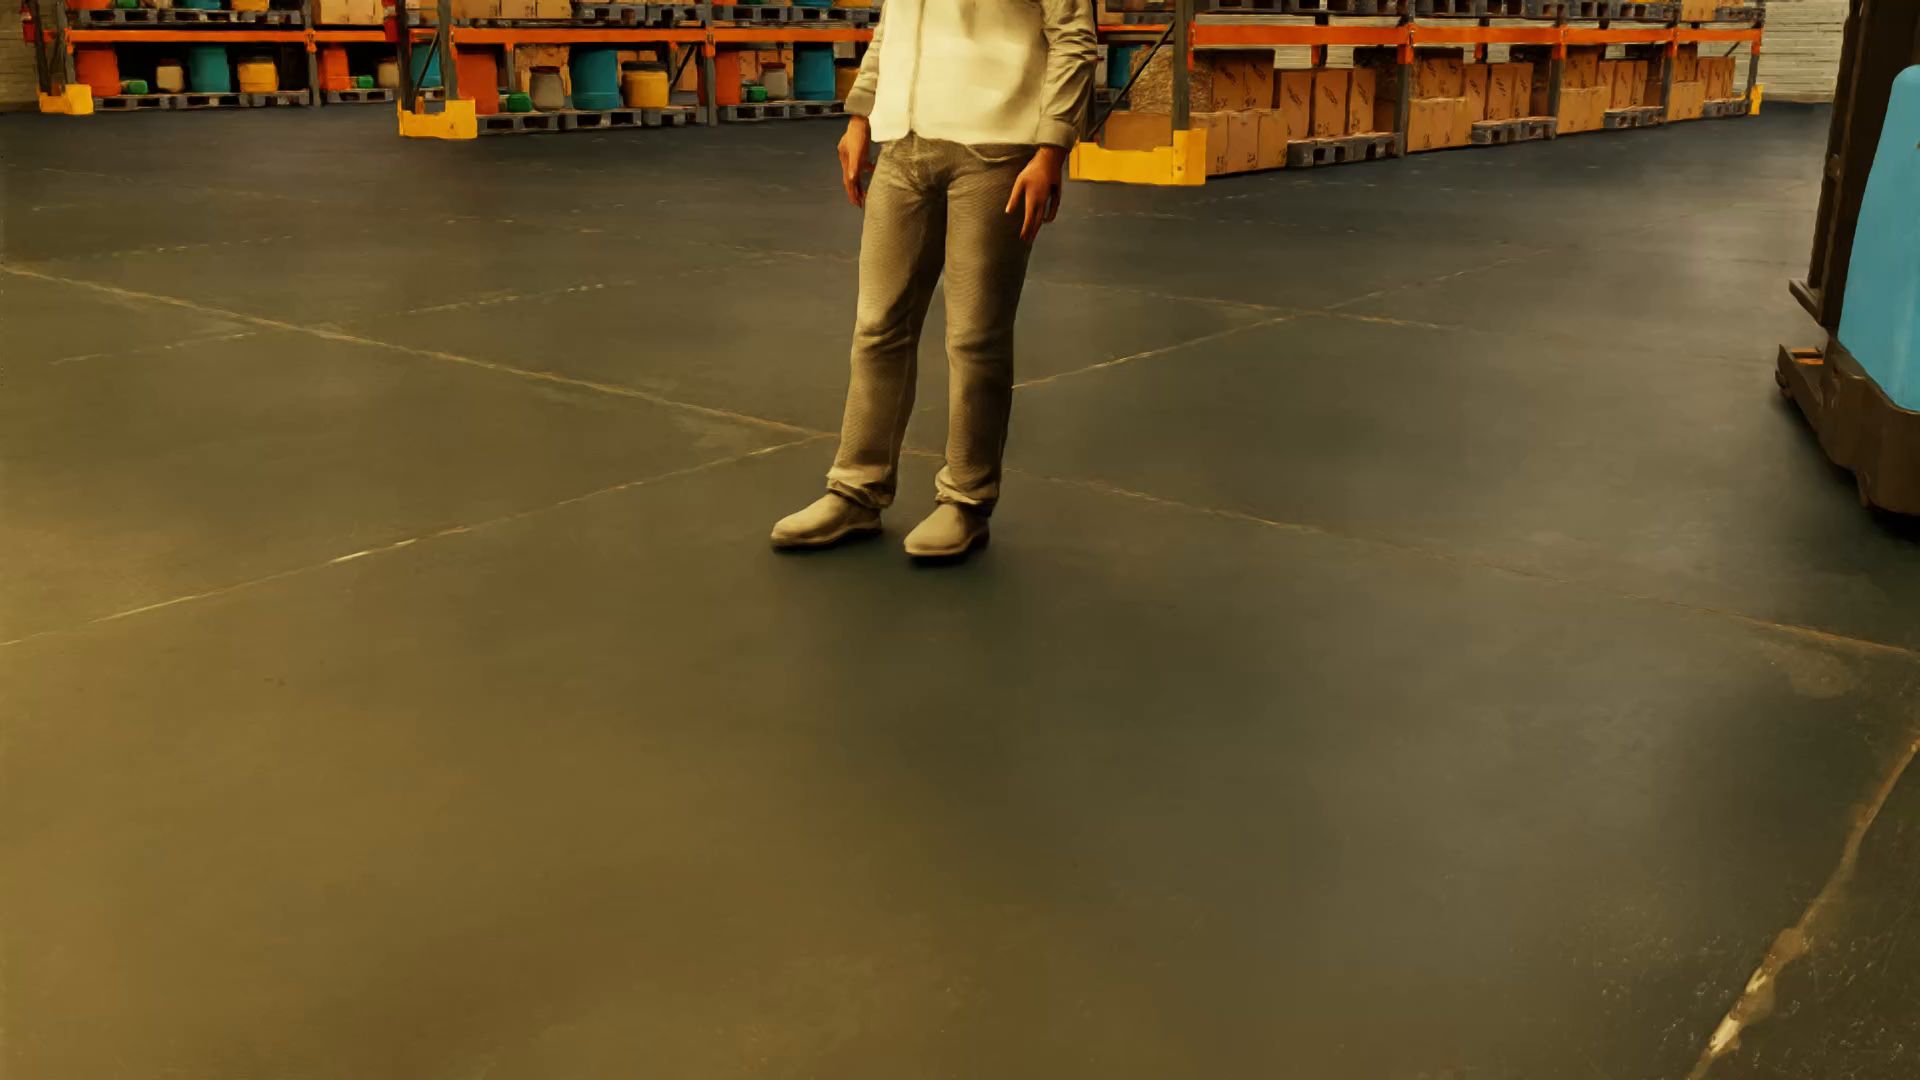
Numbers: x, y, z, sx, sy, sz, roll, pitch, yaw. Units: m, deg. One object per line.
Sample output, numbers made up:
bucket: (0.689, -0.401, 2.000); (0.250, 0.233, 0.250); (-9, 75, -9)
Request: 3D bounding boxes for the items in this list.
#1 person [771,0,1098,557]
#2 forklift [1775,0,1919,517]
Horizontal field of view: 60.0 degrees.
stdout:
person: (-0.046, -0.843, 3.641); (0.632, 1.773, 0.567); (13, 21, 37)
forklift: (3.153, -1.758, 4.686); (1.130, 2.935, 3.031); (6, 18, 19)
